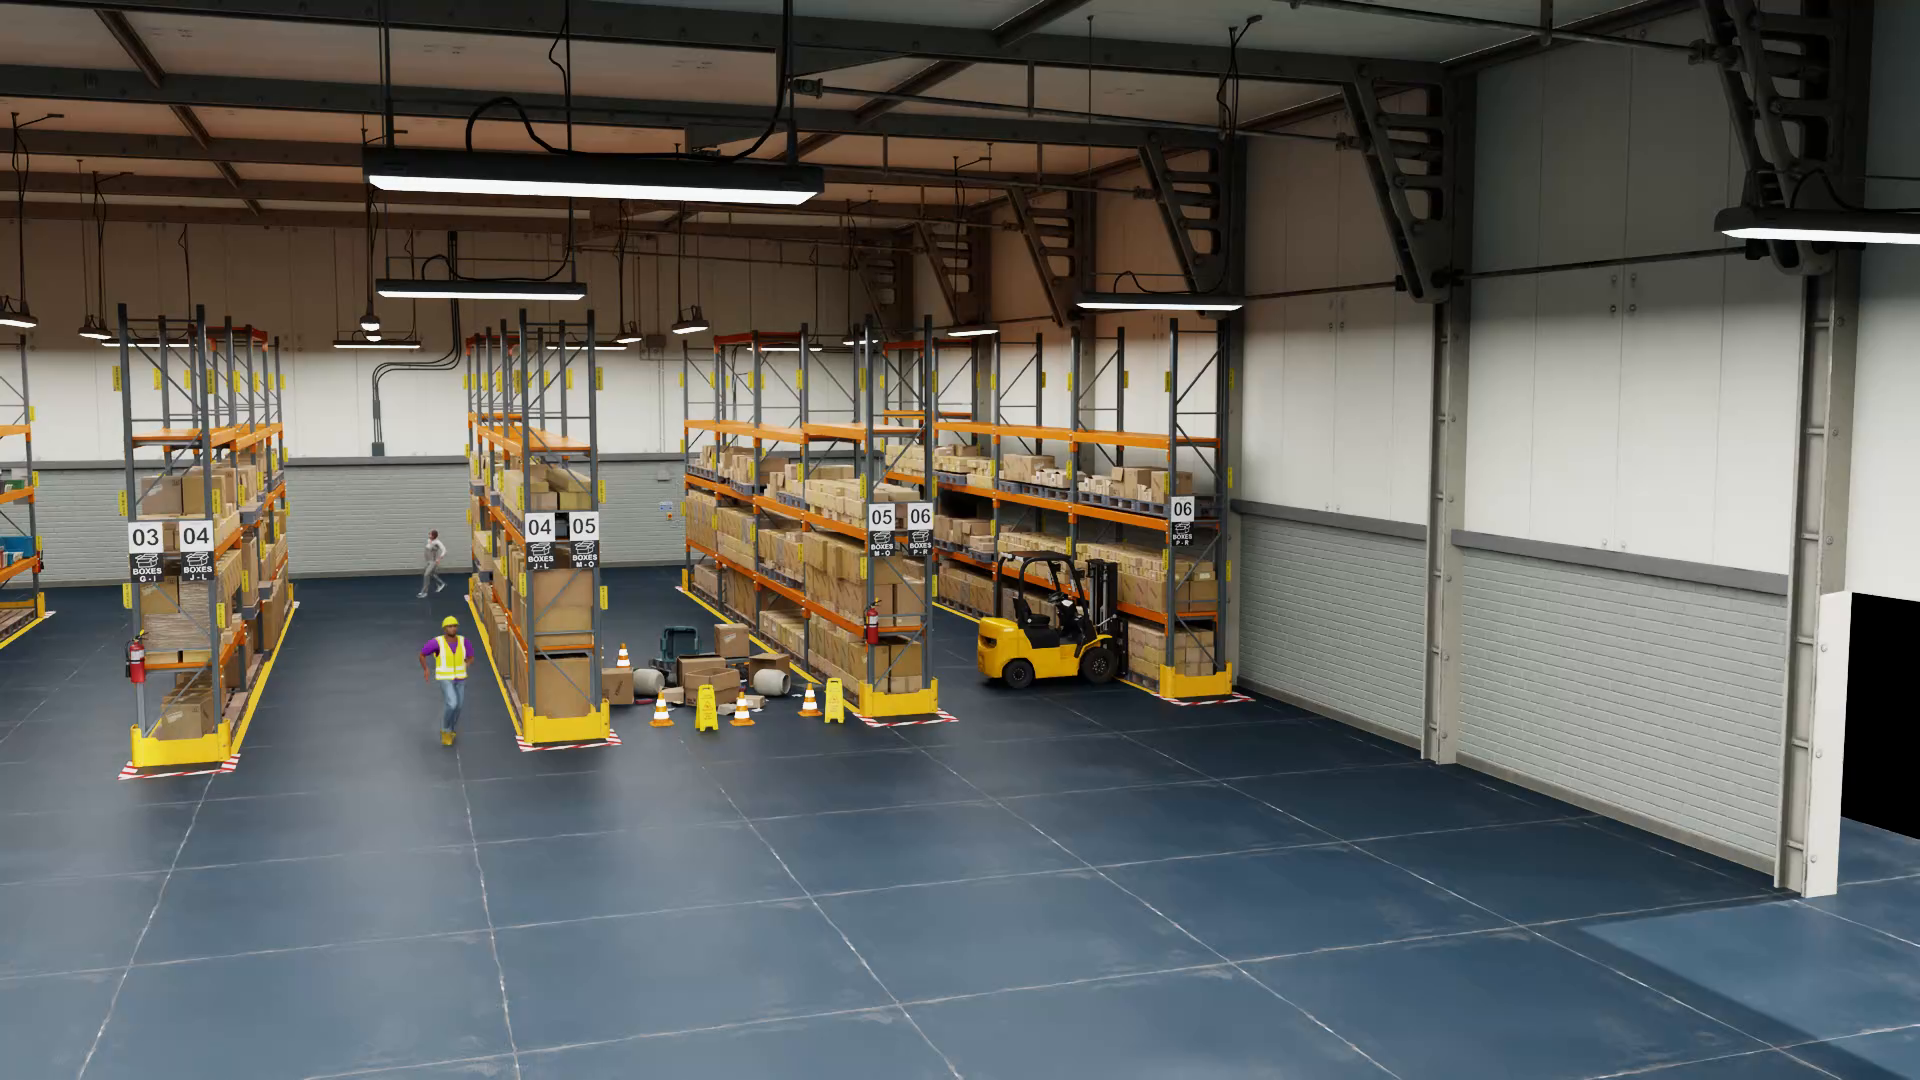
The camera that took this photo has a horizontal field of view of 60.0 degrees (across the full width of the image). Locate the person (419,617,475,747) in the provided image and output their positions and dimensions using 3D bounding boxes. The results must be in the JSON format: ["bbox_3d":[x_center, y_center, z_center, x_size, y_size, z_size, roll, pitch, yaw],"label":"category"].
[{"bbox_3d":[-7.027,1.950,22.992,0.680,1.789,0.721,-5,7,-42],"label":"person"}]

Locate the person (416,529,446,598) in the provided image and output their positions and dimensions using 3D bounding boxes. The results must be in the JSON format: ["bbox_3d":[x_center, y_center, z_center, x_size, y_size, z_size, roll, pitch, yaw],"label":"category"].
[{"bbox_3d":[-12.262,0.536,38.801,0.616,1.584,0.803,4,7,38],"label":"person"}]
